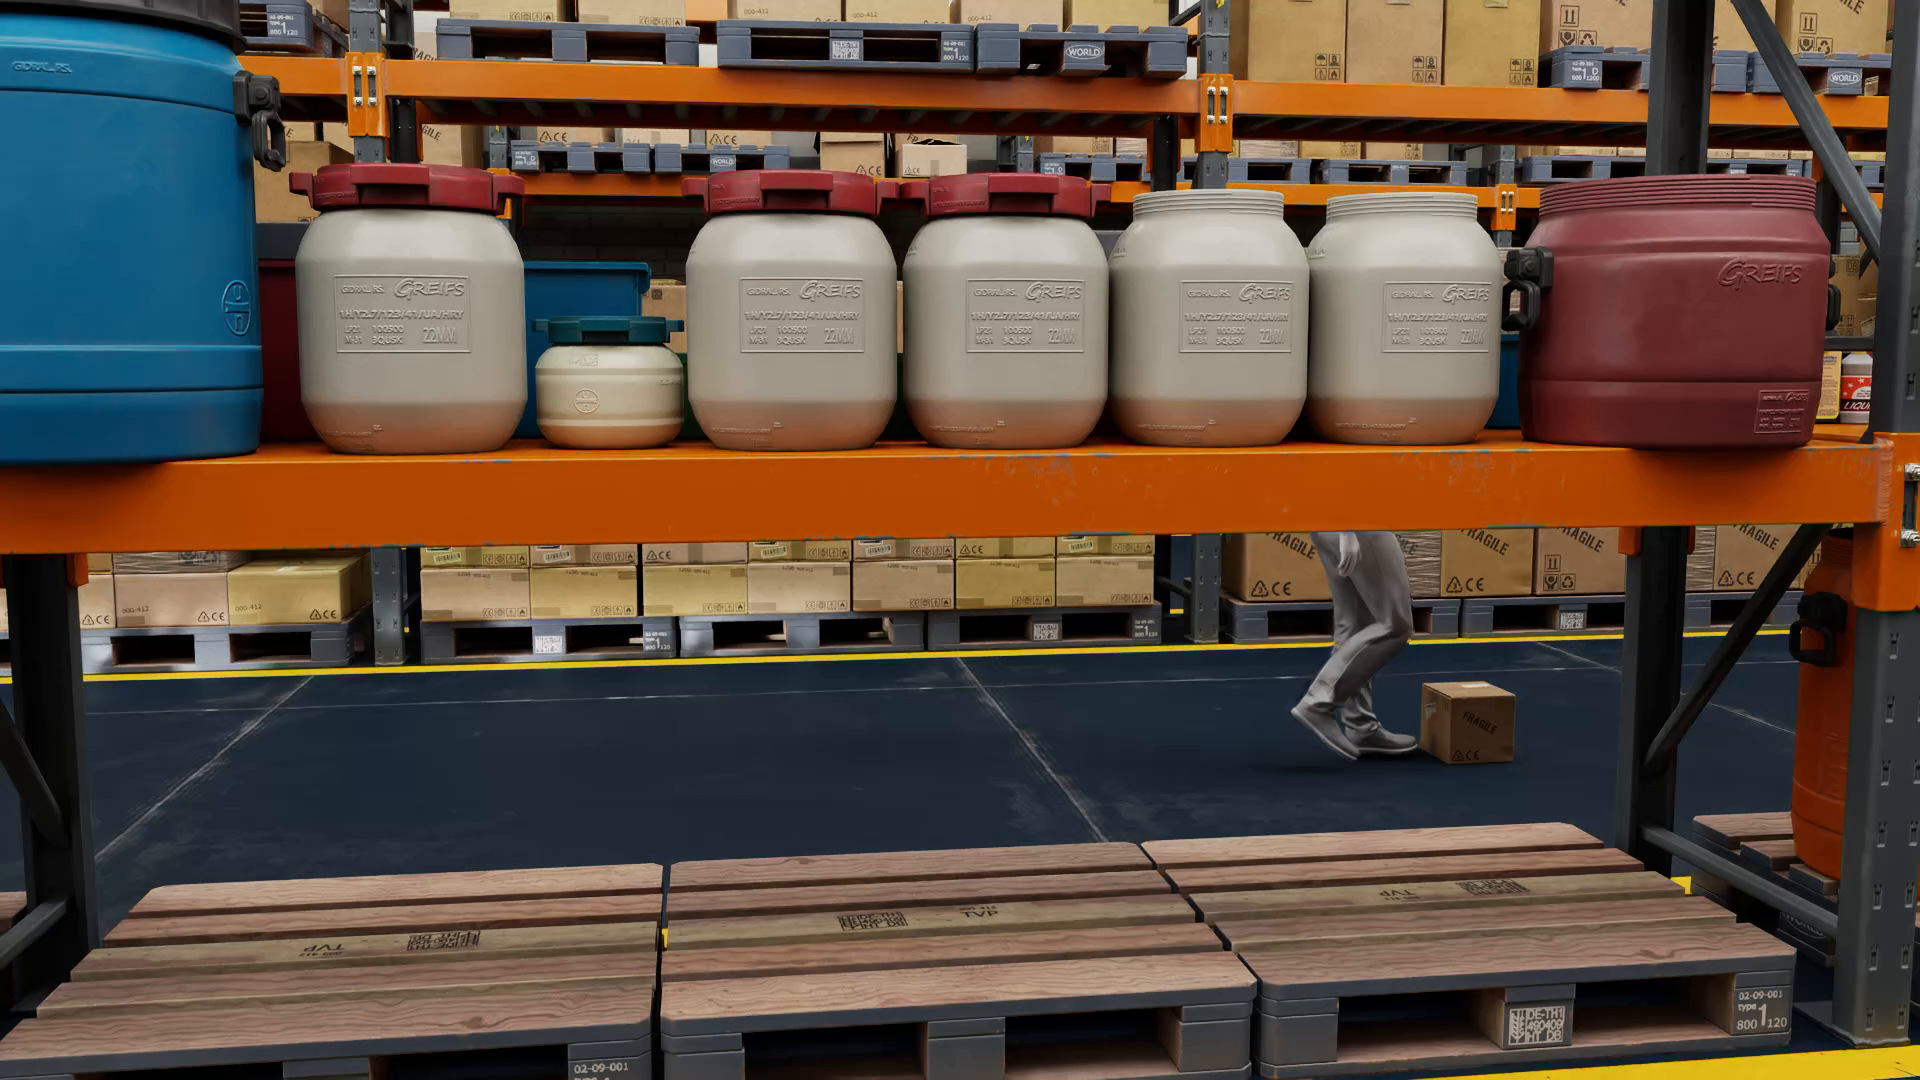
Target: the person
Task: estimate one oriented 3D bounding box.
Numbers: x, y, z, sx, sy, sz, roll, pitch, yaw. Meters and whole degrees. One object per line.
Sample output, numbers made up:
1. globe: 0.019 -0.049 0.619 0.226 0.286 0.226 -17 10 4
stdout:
1. person: 1.438 -0.038 6.000 0.511 1.662 0.502 0 7 -1
